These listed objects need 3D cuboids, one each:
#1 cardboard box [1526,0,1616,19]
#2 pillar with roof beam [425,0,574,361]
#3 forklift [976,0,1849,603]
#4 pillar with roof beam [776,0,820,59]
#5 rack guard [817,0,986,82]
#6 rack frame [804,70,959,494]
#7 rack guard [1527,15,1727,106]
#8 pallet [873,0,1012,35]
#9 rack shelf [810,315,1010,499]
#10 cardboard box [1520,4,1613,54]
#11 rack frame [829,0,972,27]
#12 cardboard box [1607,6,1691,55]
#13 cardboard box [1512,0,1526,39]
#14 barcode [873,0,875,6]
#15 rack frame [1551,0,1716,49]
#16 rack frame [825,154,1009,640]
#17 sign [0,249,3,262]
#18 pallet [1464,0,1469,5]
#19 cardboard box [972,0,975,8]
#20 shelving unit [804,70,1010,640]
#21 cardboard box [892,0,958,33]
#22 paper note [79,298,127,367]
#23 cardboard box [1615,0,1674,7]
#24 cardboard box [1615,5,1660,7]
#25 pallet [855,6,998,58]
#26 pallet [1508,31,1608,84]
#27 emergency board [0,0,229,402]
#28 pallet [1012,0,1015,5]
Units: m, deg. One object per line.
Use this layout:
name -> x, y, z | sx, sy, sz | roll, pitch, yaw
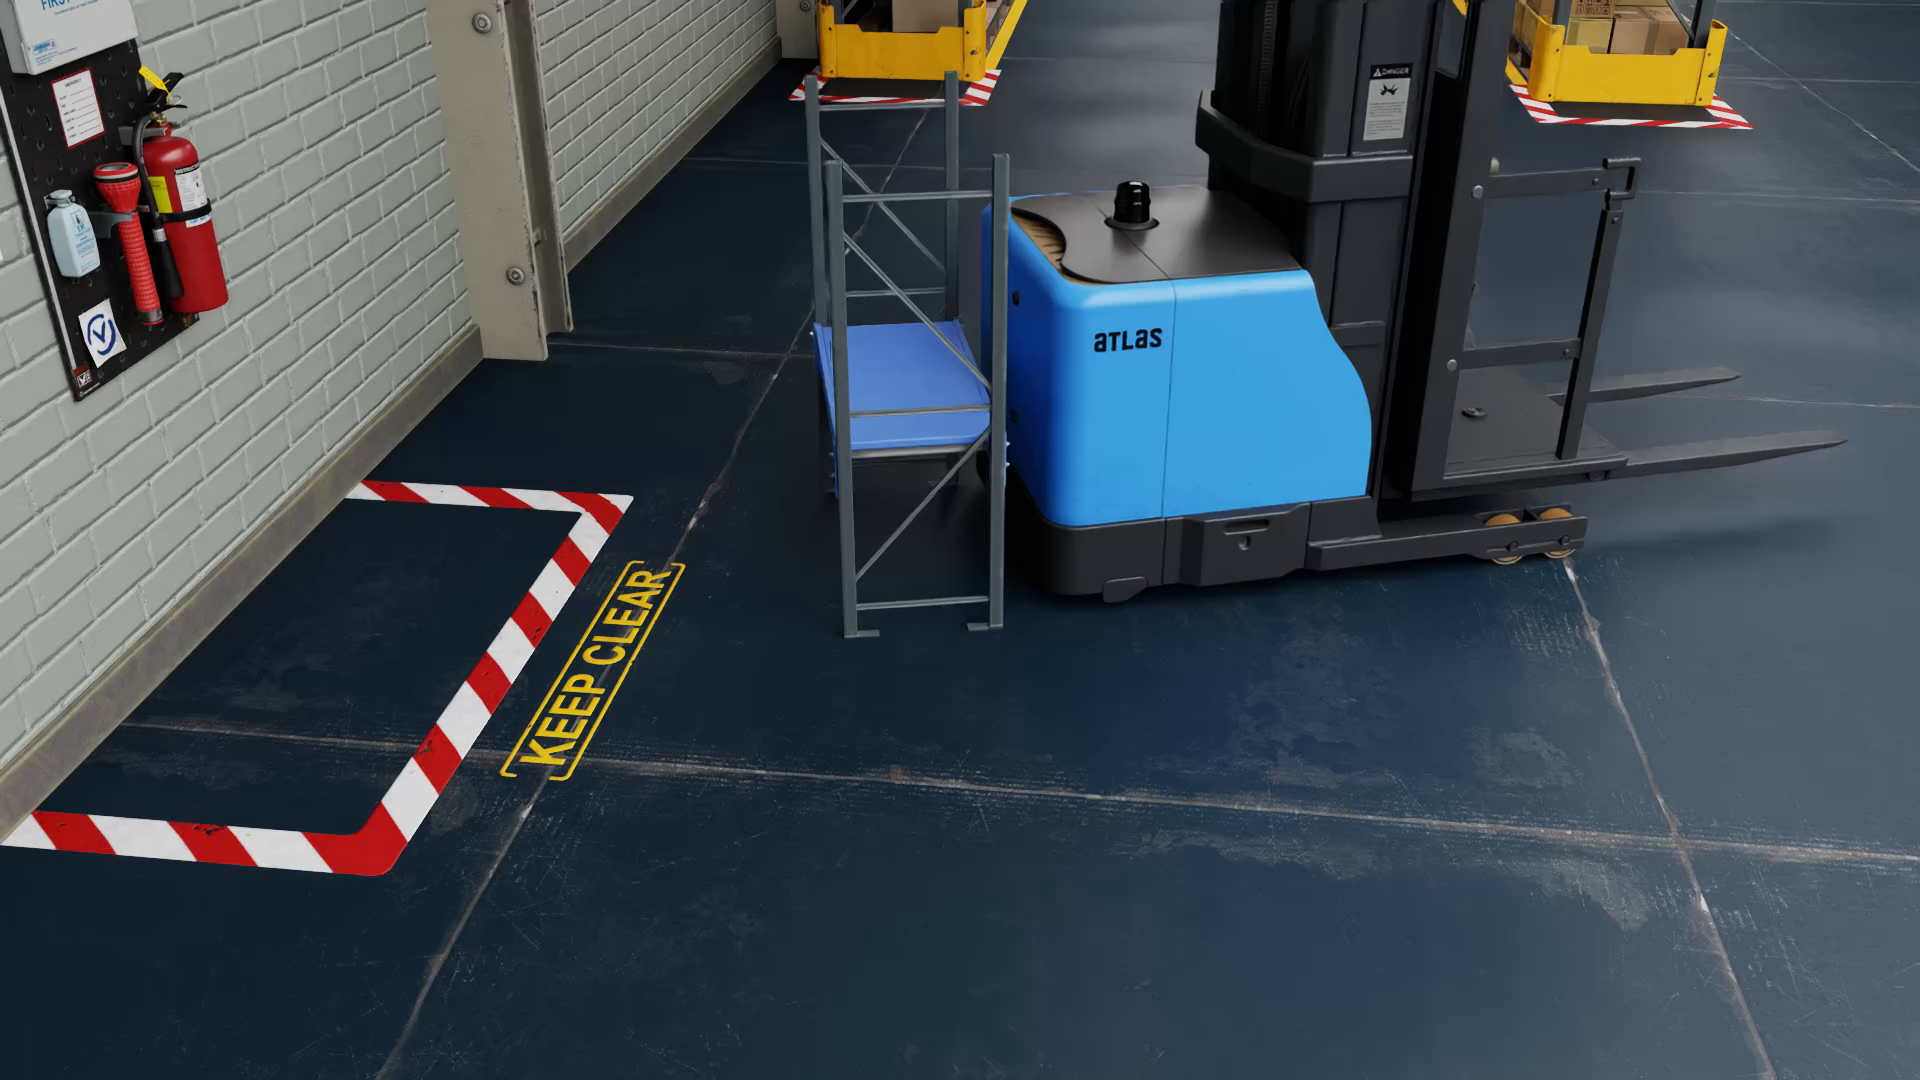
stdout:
cardboard box -> 4.269, -3.931, 11.549 | 0.500, 0.500, 0.500 | 3, 28, 6
pillar with roof beam -> 2.346, -4.589, 4.780 | 9.100, 9.000, 0.400 | 3, 28, 6
forklift -> 1.632, -1.445, 5.342 | 3.031, 2.935, 1.130 | -6, 29, -12
pillar with roof beam -> 3.081, -7.413, 10.023 | 9.100, 9.000, 0.400 | 3, 28, 6
rack guard -> -0.409, -3.578, 11.864 | 1.175, 0.500, 0.348 | 3, 28, 6
rack frame -> -0.255, -0.852, 5.750 | 0.500, 1.500, 0.032 | -4, 29, -7
rack guard -> 4.495, -3.245, 11.246 | 1.175, 0.500, 0.348 | 3, 28, 6
pallet -> -0.123, -4.404, 13.702 | 1.003, 0.211, 1.213 | 3, 28, 6
rack shelf -> -0.185, -0.455, 5.392 | 0.538, 0.185, 1.000 | -4, 29, -7
cardboard box -> 4.271, -3.601, 11.727 | 0.500, 0.250, 0.500 | 3, 28, 6
rack frame -> -0.419, -4.643, 11.205 | 1.000, 3.000, 0.127 | 3, 28, 6
cardboard box -> 4.785, -3.570, 11.671 | 0.500, 0.250, 0.500 | 3, 28, 6
cardboard box -> 4.320, -3.837, 12.165 | 0.500, 0.250, 0.500 | 3, 28, 6
barcode -> -0.639, -4.009, 12.390 | 0.001, 0.075, 0.075 | 3, 28, 6
rack frame -> 4.498, -4.357, 10.674 | 1.000, 3.000, 0.127 | 3, 28, 6
rack frame -> -0.115, -0.374, 4.863 | 0.500, 1.500, 0.032 | -4, 29, -7
sign -> -2.437, -0.799, 4.032 | 0.001, 0.329, 0.234 | 3, 28, 6
pallet -> 4.849, -4.640, 14.140 | 1.003, 0.211, 1.213 | 3, 28, 6
cardboard box -> -0.175, -4.242, 12.831 | 0.500, 0.311, 0.500 | 6, 29, 10
shelving unit -> -0.185, -0.613, 5.306 | 0.538, 1.500, 1.048 | -4, 29, -7
cardboard box -> -0.245, -3.973, 12.333 | 0.500, 0.311, 0.500 | 0, 28, 0
paper note -> -2.357, -0.570, 4.574 | 0.016, 0.148, 0.142 | 3, 28, 6
cardboard box -> 4.844, -4.136, 11.930 | 0.500, 0.500, 0.500 | 3, 28, 6
cardboard box -> 4.842, -3.806, 12.108 | 0.500, 0.250, 0.500 | 3, 28, 6
pallet -> -0.275, -3.831, 12.639 | 1.003, 0.211, 1.213 | 3, 28, 6
pallet -> 4.550, -3.491, 12.008 | 1.003, 0.211, 1.213 | 3, 28, 6
emergency board -> -2.267, -1.037, 4.513 | 0.194, 1.169, 0.643 | 3, 28, 6
pallet -> 0.024, -4.980, 14.771 | 1.003, 0.211, 1.213 | 3, 28, 6
